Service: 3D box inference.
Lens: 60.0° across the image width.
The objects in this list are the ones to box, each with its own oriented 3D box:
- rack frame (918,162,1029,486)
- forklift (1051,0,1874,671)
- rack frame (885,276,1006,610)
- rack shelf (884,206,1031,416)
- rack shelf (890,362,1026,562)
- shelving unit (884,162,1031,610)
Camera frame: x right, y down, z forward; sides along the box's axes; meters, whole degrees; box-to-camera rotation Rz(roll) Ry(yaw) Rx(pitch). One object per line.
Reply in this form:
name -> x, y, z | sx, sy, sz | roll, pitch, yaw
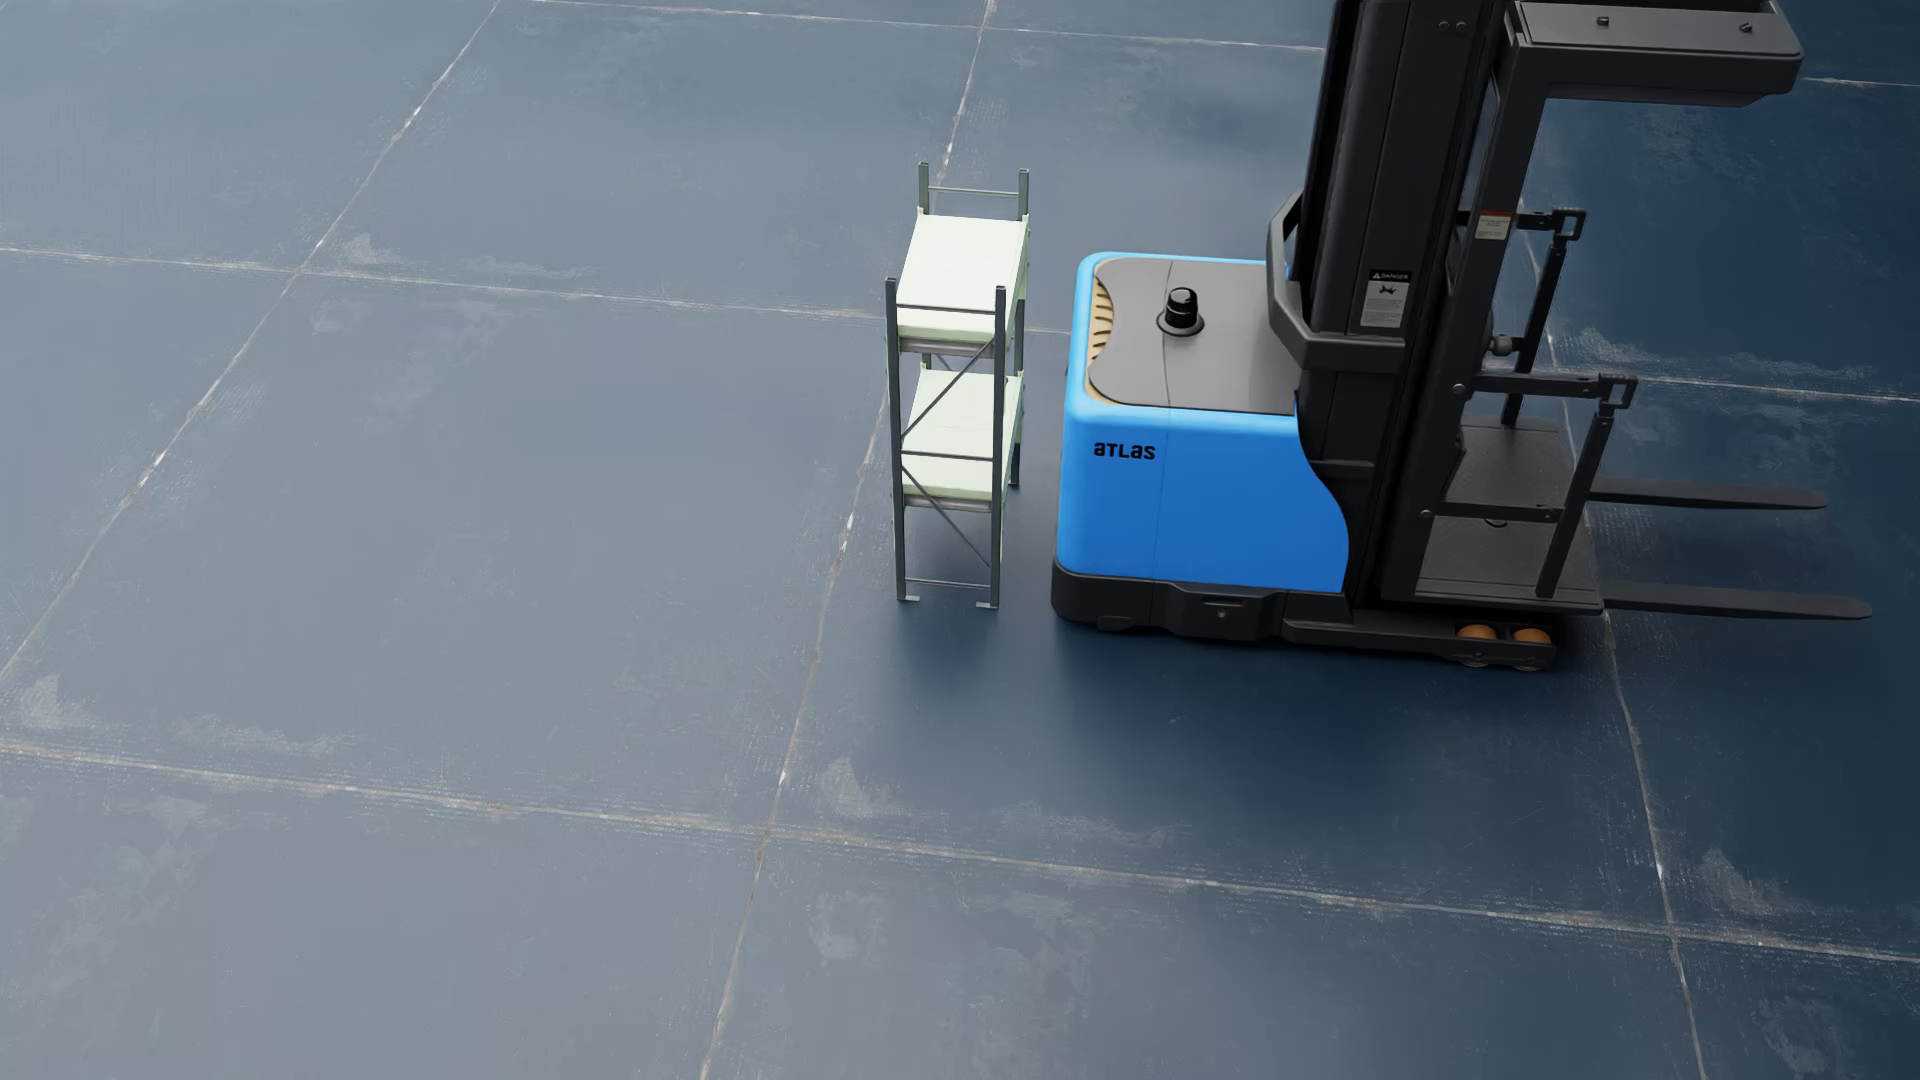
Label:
rack frame -> 0.049, -0.799, 6.503 | 0.400, 1.500, 0.023 | 5, 44, 6
forklift -> 1.900, -0.961, 5.633 | 3.031, 2.935, 1.130 | 4, 44, 4
rack frame -> -0.048, -0.300, 5.976 | 0.400, 1.500, 0.023 | 5, 44, 6
rack shelf -> 0.001, -0.833, 5.971 | 0.431, 0.370, 0.720 | 5, 44, 6
rack shelf -> 0.001, -0.312, 6.463 | 0.431, 0.370, 0.720 | 5, 44, 6
shelving unit -> 0.001, -0.549, 6.239 | 0.431, 1.500, 0.755 | 5, 44, 6
